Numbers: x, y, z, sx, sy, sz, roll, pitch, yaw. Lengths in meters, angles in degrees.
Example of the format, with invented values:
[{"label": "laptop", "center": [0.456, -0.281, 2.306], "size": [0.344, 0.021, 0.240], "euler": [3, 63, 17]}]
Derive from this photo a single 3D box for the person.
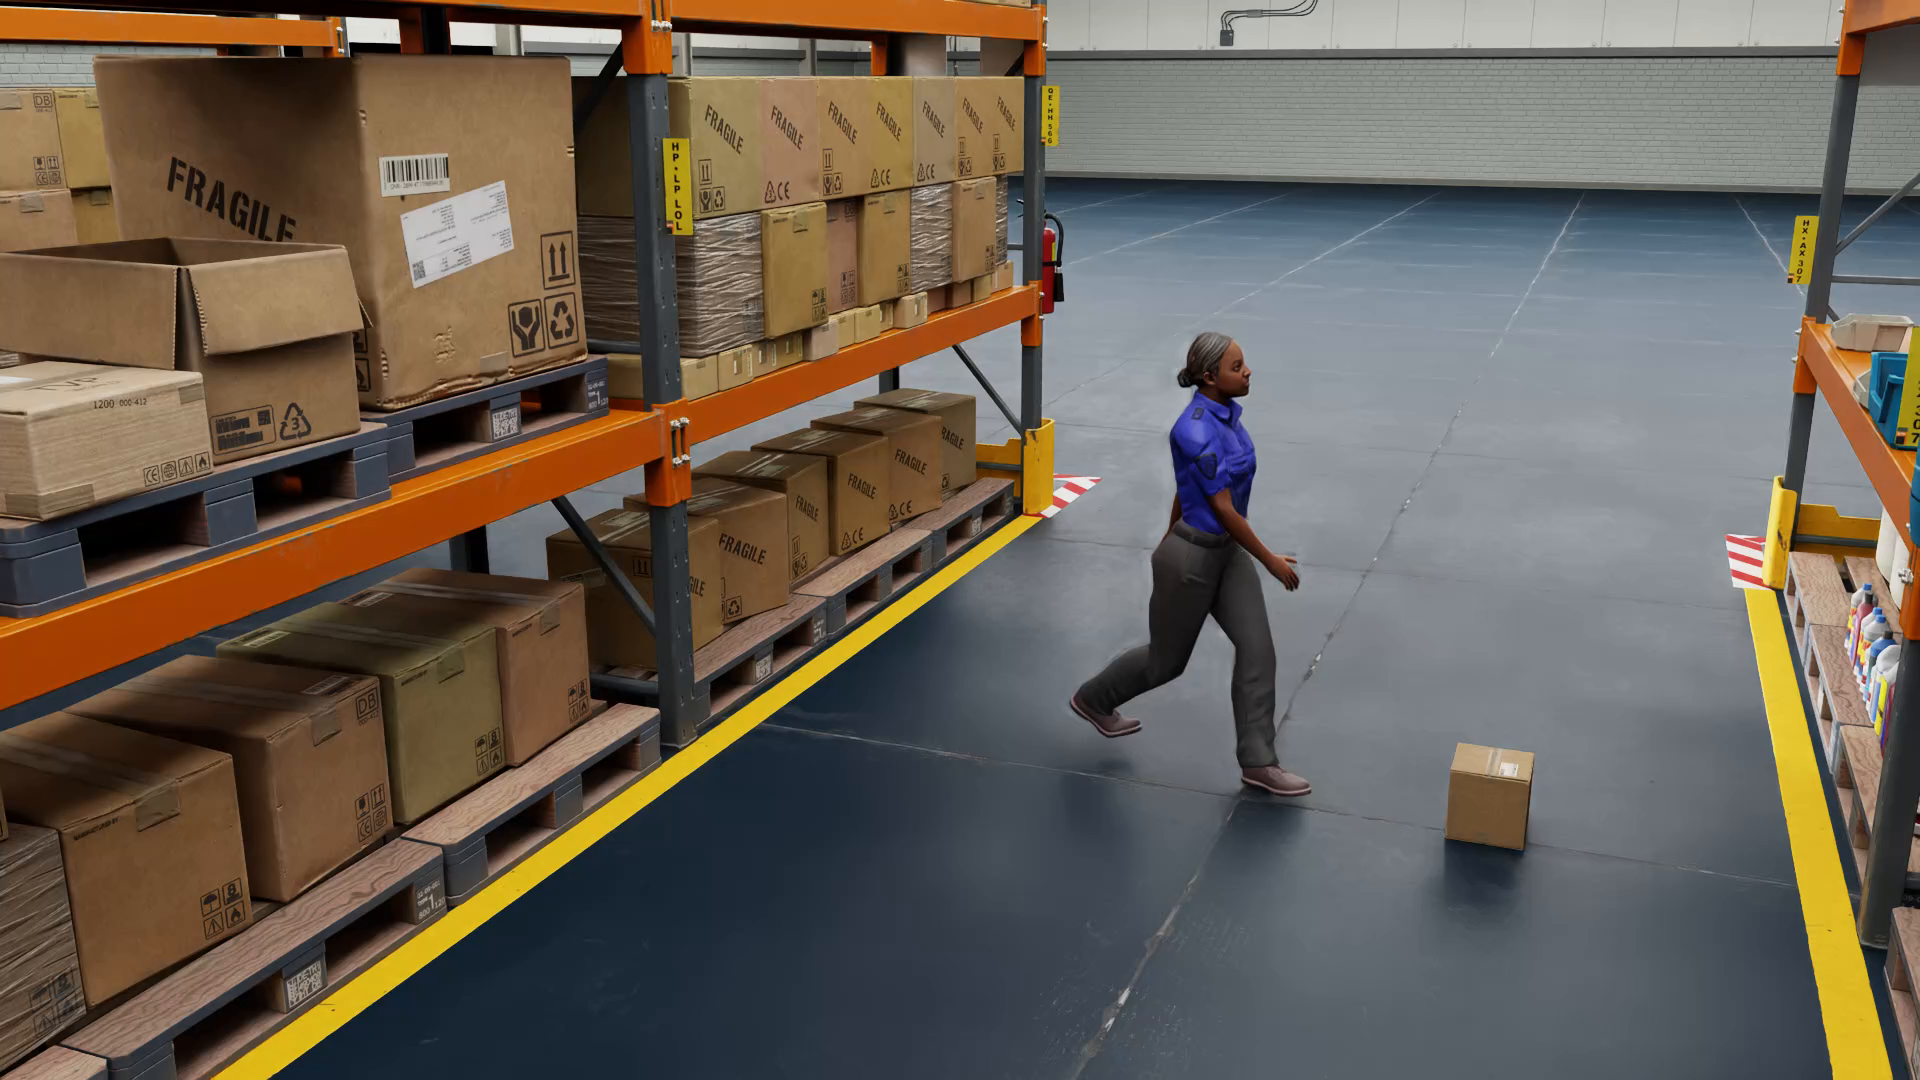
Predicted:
[{"label": "person", "center": [0.842, 0.058, 5.863], "size": [0.985, 1.597, 0.435], "euler": [11, 19, 36]}]
